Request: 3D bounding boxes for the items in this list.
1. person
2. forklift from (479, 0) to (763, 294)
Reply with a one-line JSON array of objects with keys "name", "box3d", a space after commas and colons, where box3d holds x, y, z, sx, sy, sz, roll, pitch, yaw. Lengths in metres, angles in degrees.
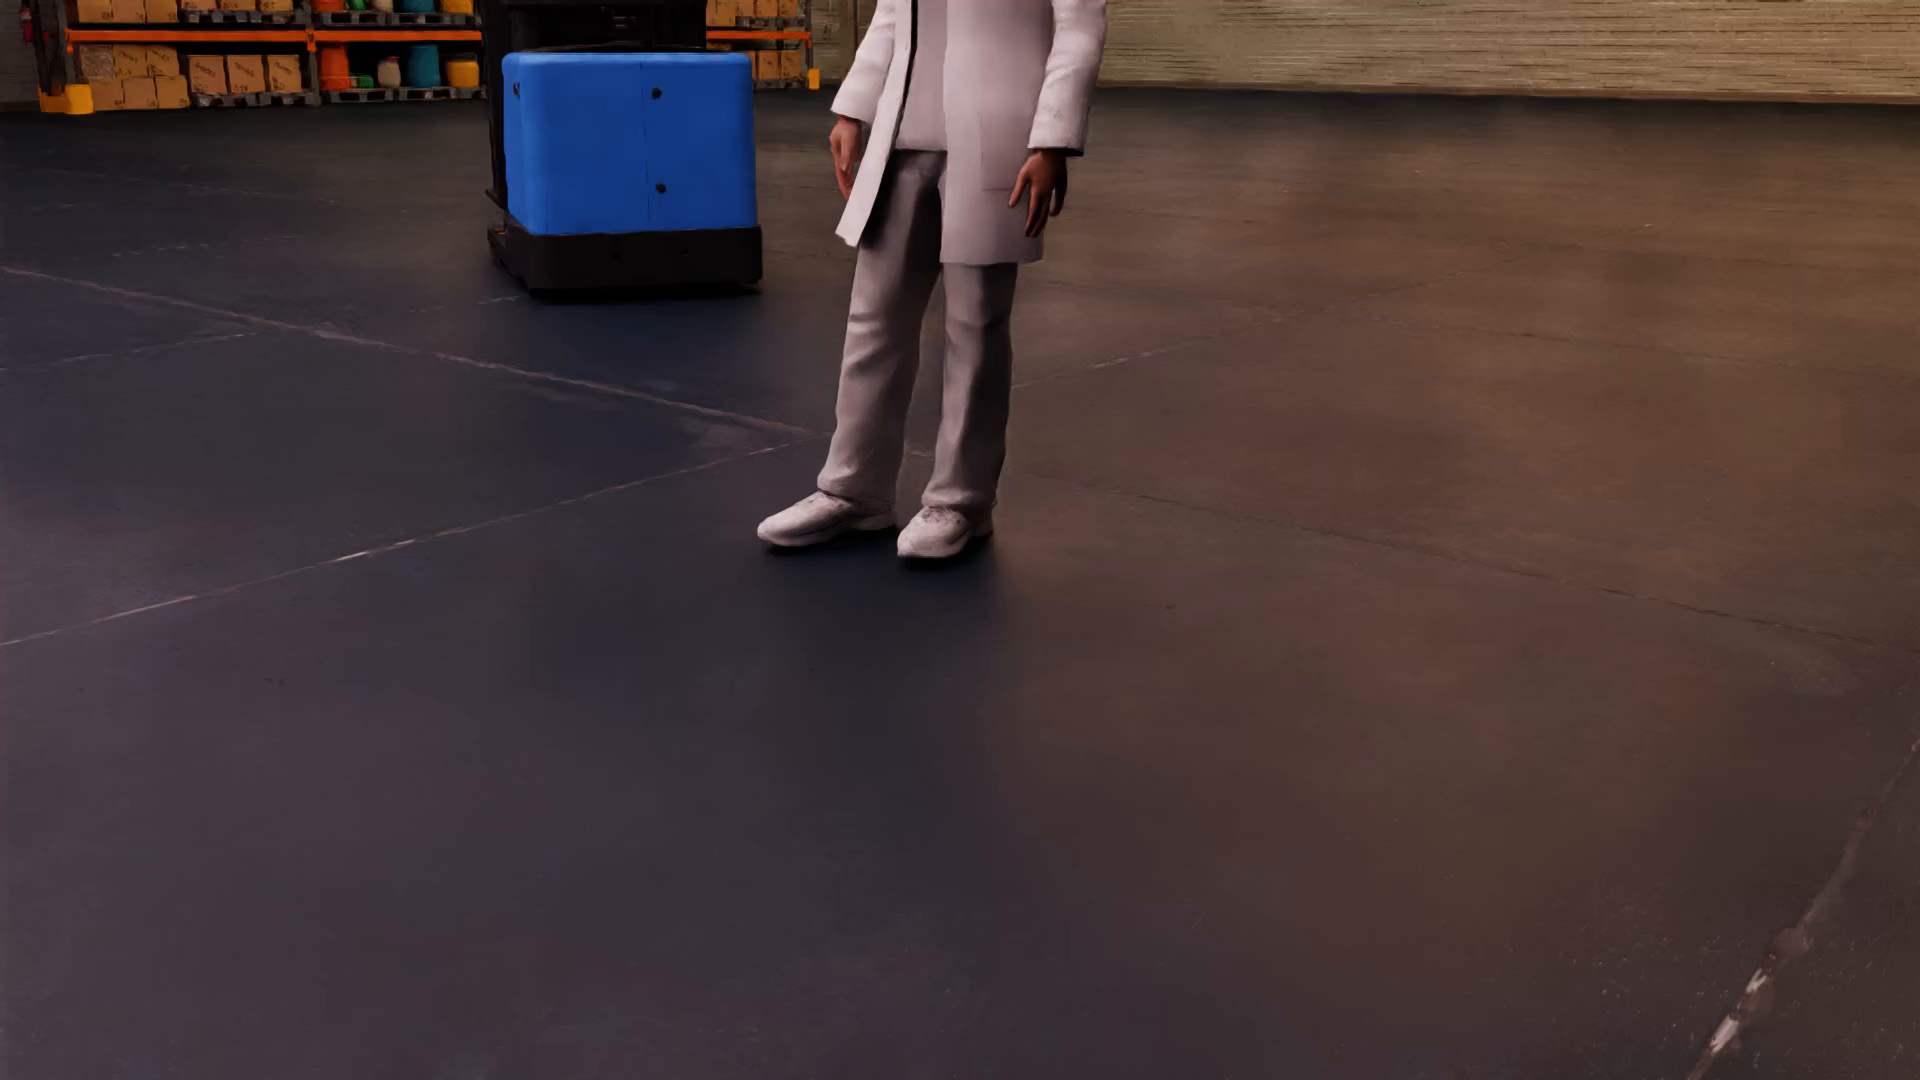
[{"name": "person", "box3d": [-0.061, -0.838, 3.617, 0.694, 1.776, 0.579, 13, 21, 37]}, {"name": "forklift", "box3d": [-1.898, -2.895, 8.432, 1.130, 2.935, 3.031, -6, 18, -19]}]
